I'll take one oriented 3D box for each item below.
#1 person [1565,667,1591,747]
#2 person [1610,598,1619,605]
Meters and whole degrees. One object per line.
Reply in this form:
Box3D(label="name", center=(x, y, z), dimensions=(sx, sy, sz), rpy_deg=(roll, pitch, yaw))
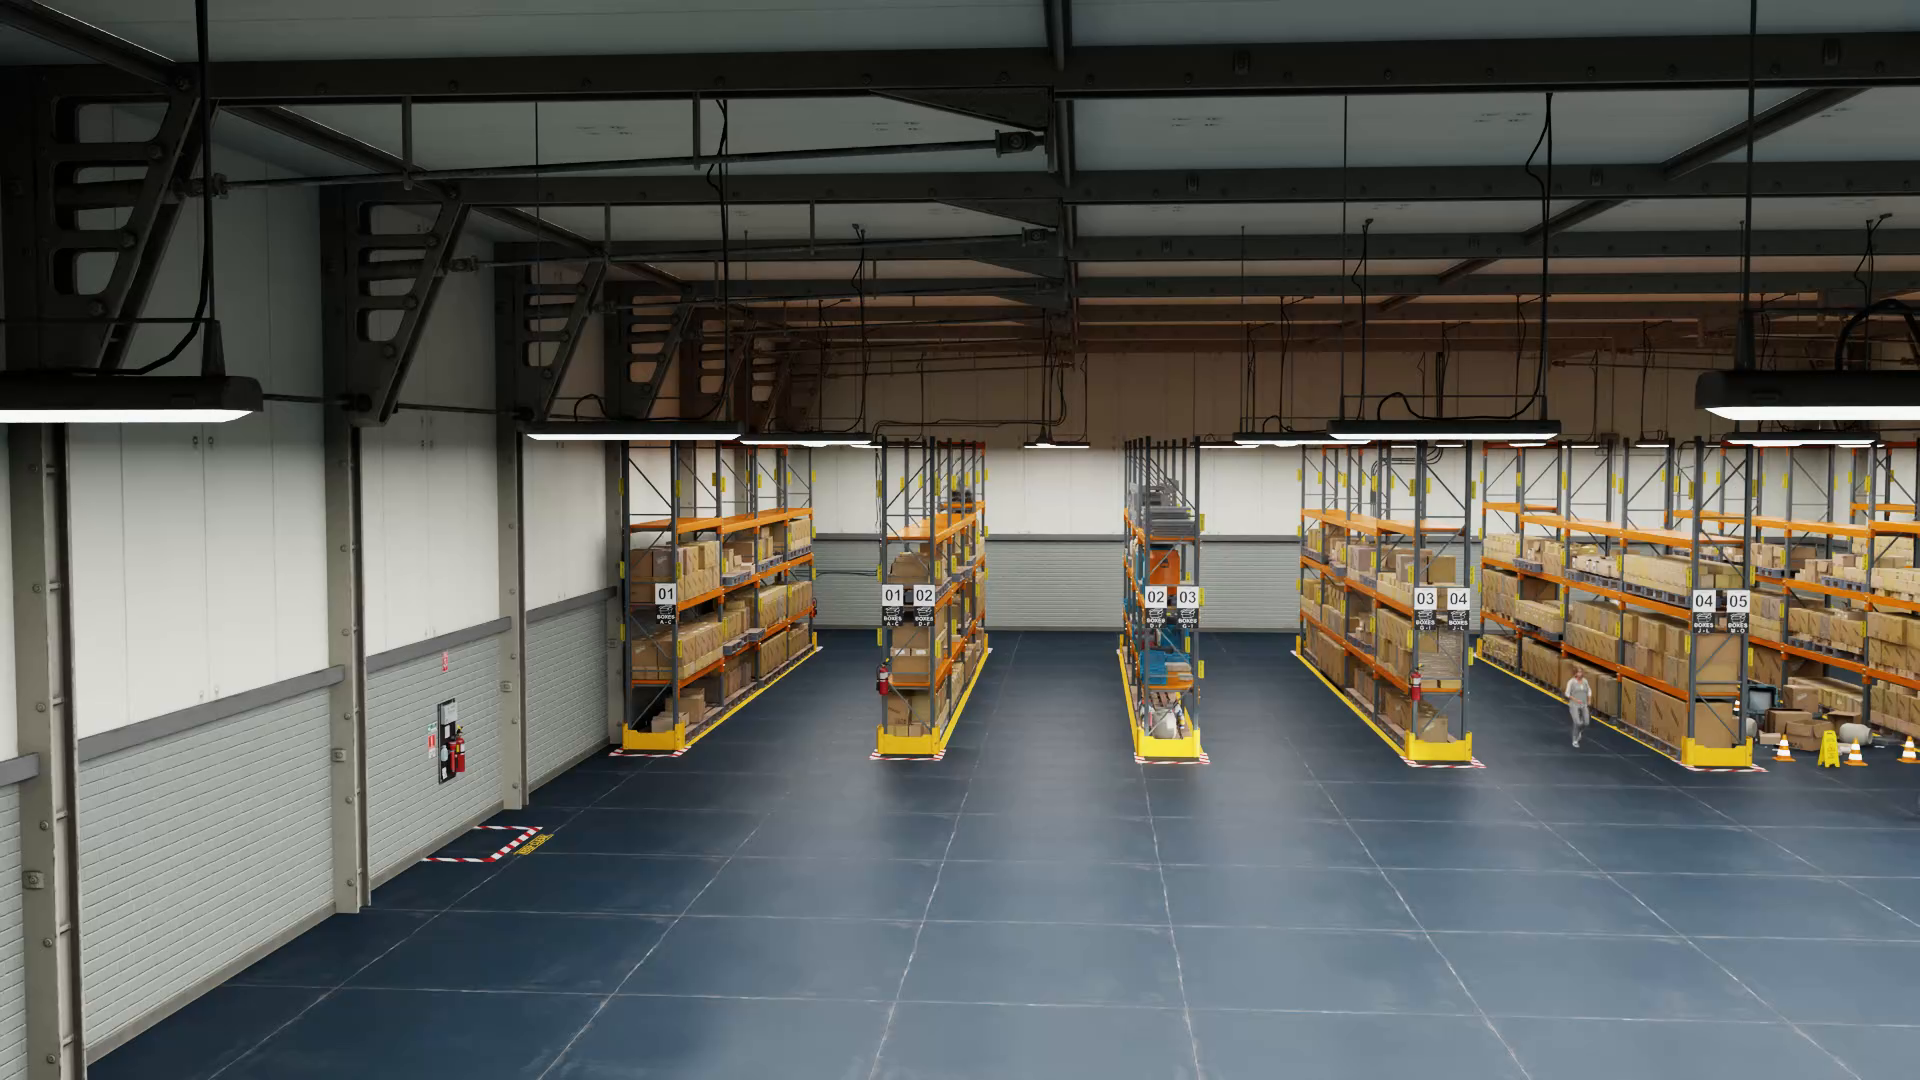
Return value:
Box3D(label="person", center=(11.977, 3.224, 32.145), dimensions=(0.570, 1.560, 0.562), rpy_deg=(0, 3, -5))
Box3D(label="person", center=(18.645, 2.307, 47.462), dimensions=(0.725, 1.793, 0.638), rpy_deg=(1, 3, 9))
